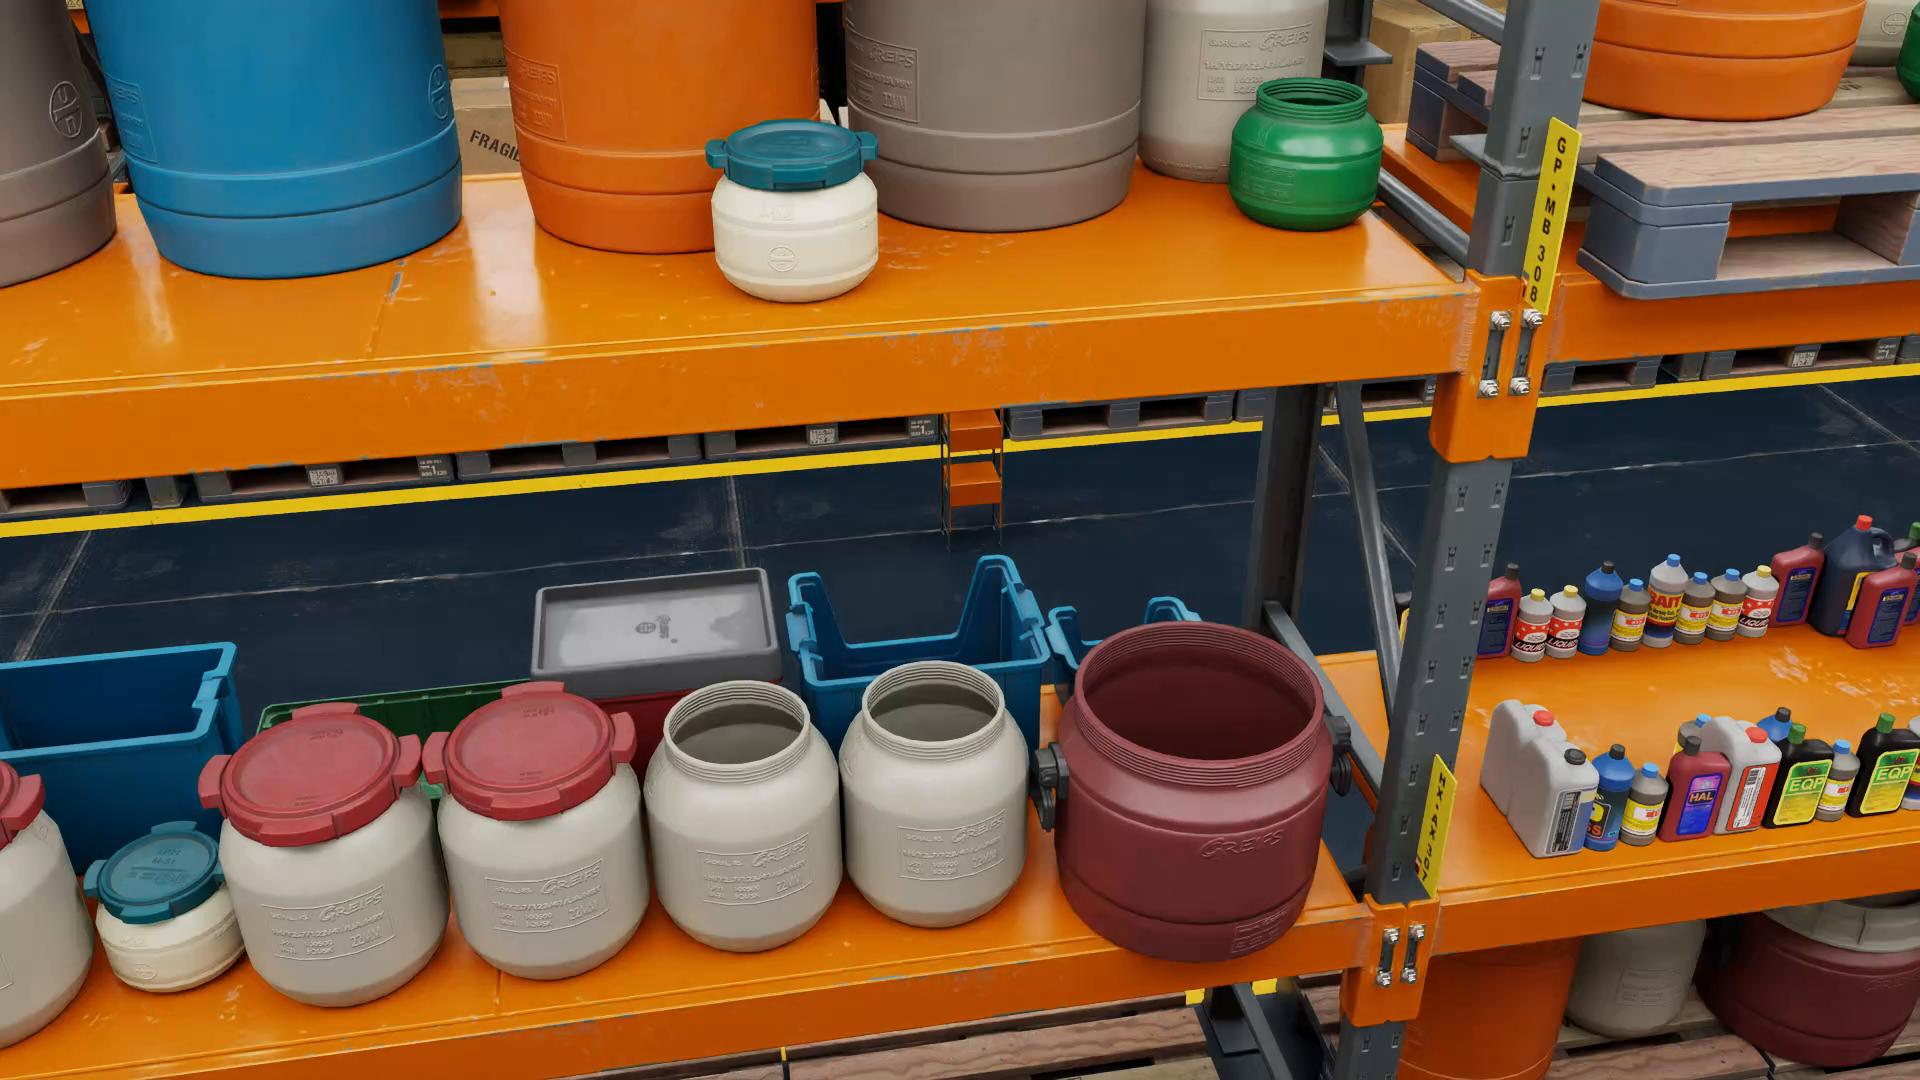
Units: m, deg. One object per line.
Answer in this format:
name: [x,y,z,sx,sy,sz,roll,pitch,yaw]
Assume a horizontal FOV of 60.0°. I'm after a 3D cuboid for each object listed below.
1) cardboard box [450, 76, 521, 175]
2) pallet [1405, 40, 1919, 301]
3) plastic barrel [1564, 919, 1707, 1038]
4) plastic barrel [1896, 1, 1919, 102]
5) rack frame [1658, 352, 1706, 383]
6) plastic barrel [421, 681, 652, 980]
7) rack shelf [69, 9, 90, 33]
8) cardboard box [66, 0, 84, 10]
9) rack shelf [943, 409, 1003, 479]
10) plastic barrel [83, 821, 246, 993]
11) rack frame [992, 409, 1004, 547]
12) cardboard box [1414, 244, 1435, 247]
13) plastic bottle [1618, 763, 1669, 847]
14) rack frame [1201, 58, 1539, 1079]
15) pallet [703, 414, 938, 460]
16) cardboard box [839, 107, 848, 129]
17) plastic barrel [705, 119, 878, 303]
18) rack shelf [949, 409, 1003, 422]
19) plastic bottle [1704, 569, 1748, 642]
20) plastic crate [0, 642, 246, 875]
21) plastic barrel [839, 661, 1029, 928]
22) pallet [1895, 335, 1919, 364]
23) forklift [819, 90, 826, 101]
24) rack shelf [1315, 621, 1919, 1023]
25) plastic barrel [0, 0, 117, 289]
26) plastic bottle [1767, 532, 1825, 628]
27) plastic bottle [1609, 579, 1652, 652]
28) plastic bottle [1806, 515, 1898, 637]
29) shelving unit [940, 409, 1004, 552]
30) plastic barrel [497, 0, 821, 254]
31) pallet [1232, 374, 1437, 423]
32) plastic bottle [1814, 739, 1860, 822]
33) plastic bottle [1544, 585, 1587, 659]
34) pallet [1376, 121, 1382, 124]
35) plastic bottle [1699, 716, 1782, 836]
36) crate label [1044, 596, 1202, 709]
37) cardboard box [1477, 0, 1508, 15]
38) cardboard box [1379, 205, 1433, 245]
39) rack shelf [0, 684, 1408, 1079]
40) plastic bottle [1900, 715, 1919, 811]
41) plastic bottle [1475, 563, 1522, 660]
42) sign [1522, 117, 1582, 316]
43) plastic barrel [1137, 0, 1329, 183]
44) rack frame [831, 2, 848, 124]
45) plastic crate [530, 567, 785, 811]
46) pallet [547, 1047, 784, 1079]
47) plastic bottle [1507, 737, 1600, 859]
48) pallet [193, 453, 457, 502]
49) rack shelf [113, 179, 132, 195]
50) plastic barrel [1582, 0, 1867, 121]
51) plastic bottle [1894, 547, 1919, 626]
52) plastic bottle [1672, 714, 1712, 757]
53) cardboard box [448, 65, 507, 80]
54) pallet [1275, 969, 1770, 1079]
cardboard box: [-2.138,-1.888,7.903,0.500,0.500,0.500,-5,31,-9]
pallet: [1.686,-0.817,3.407,1.213,0.211,1.003,-5,31,-9]
plastic barrel: [1.933,1.158,4.862,0.421,0.512,0.421,0,30,0]
plastic barrel: [1.999,-0.973,3.226,0.294,0.245,0.294,0,30,0]
rack frame: [3.962,-2.419,8.905,0.127,3.000,1.000,-5,31,-9]
plastic barrel: [-0.891,0.638,3.572,0.433,0.535,0.433,0,30,0]
rack shelf: [-6.771,-3.666,11.735,4.000,0.370,1.077,-5,31,-9]
cardboard box: [-6.198,-3.813,11.404,0.500,0.250,0.500,-5,31,-9]
rack shelf: [0.053,-0.448,7.498,0.240,0.259,0.215,-5,31,-9]
plastic barrel: [-1.689,0.796,3.573,0.301,0.262,0.301,0,30,0]
rack frame: [0.173,-0.469,7.511,0.008,1.050,0.200,-5,31,-9]
cardboard box: [2.427,-1.513,9.395,0.500,0.500,0.500,-5,31,-8]
plastic bottle: [1.614,0.617,3.937,0.097,0.201,0.097,0,30,0]
rack frame: [0.916,0.416,4.084,0.127,3.000,1.000,-5,31,-9]
pallet: [-0.790,-0.796,8.896,1.213,0.211,1.003,-5,31,-9]
cardboard box: [-0.338,-2.004,8.287,0.500,0.311,0.500,-3,31,-6]
plastic barrel: [-0.293,-0.585,2.963,0.301,0.262,0.301,0,30,0]
rack shelf: [0.053,-0.693,7.354,0.240,0.259,0.215,-5,31,-9]
plastic bottle: [2.155,0.176,4.687,0.097,0.201,0.097,0,30,0]
plastic crate: [-1.990,0.532,3.902,0.575,0.384,0.392,-5,31,-9]
plastic barrel: [-0.058,0.568,3.714,0.421,0.512,0.421,0,30,0]
pallet: [5.840,-1.393,9.910,1.213,0.211,1.003,-5,31,-9]
forklift: [-1.224,-2.816,9.648,3.031,2.935,1.130,-9,32,-15]
rack shelf: [2.883,0.543,4.576,4.000,0.370,1.077,-5,31,-9]
plastic barrel: [-1.914,-0.943,2.940,0.600,0.901,0.600,0,30,0]
plastic bottle: [2.361,0.112,4.715,0.133,0.283,0.061,-5,31,-9]
plastic bottle: [1.868,0.203,4.642,0.097,0.201,0.097,0,30,0]
plastic bottle: [2.525,0.089,4.687,0.185,0.351,0.144,-5,31,-9]
shelving unit: [0.053,-0.457,7.492,0.252,1.050,0.215,-5,31,-9]
plastic barrel: [-0.574,-1.036,3.169,0.708,0.830,0.600,-5,31,-9]
pallet: [1.966,-1.011,9.261,1.213,0.211,1.003,-5,31,-9]
plastic bottle: [2.105,0.572,4.014,0.097,0.201,0.097,0,30,0]
plastic bottle: [1.676,0.220,4.612,0.097,0.201,0.097,0,30,0]
pallet: [1.939,-2.151,8.639,1.213,0.211,1.003,-5,31,-9]
plastic bottle: [1.855,0.549,3.980,0.135,0.276,0.152,-5,31,-9]
crate label: [0.434,0.340,4.378,0.416,0.233,0.303,-5,31,-9]
cardboard box: [2.791,-2.617,8.729,0.500,0.500,0.700,-1,30,-1]
cardboard box: [2.458,-1.841,9.214,0.500,0.250,0.500,-5,31,-9]
rack shelf: [-1.052,0.908,3.955,4.000,0.370,1.077,-5,31,-9]
plastic bottle: [2.332,0.520,4.032,0.097,0.271,0.097,0,30,0]
plastic bottle: [1.464,0.195,4.574,0.133,0.283,0.061,-5,31,-9]
sign: [1.022,-0.558,2.884,0.005,0.325,0.100,-5,31,-9]
plastic barrel: [0.555,-1.050,3.507,0.421,0.512,0.421,0,30,0]
rack frame: [-0.869,-4.524,12.484,0.127,3.000,1.000,-5,31,-9]
plastic crate: [-0.729,0.383,4.076,0.583,0.464,0.402,-5,31,-9]
pallet: [-1.051,1.779,4.516,1.213,0.211,1.003,-5,31,-9]
plastic bottle: [1.400,0.591,3.908,0.135,0.276,0.152,-5,31,-9]
pallet: [-3.190,-0.574,8.517,1.213,0.211,1.003,-5,31,-9]
rack shelf: [-5.875,-1.196,7.535,4.000,0.370,1.077,-5,31,-9]
plastic barrel: [1.475,-1.294,3.194,0.708,0.830,0.600,-5,31,-9]
plastic bottle: [2.685,0.113,4.713,0.133,0.283,0.061,-5,31,-9]
plastic bottle: [1.814,0.520,4.102,0.097,0.201,0.097,0,30,0]
cardboard box: [-3.583,-3.418,12.636,0.500,0.500,0.700,-6,31,-10]
pallet: [1.684,1.525,4.948,1.213,0.211,1.003,-5,31,-9]
